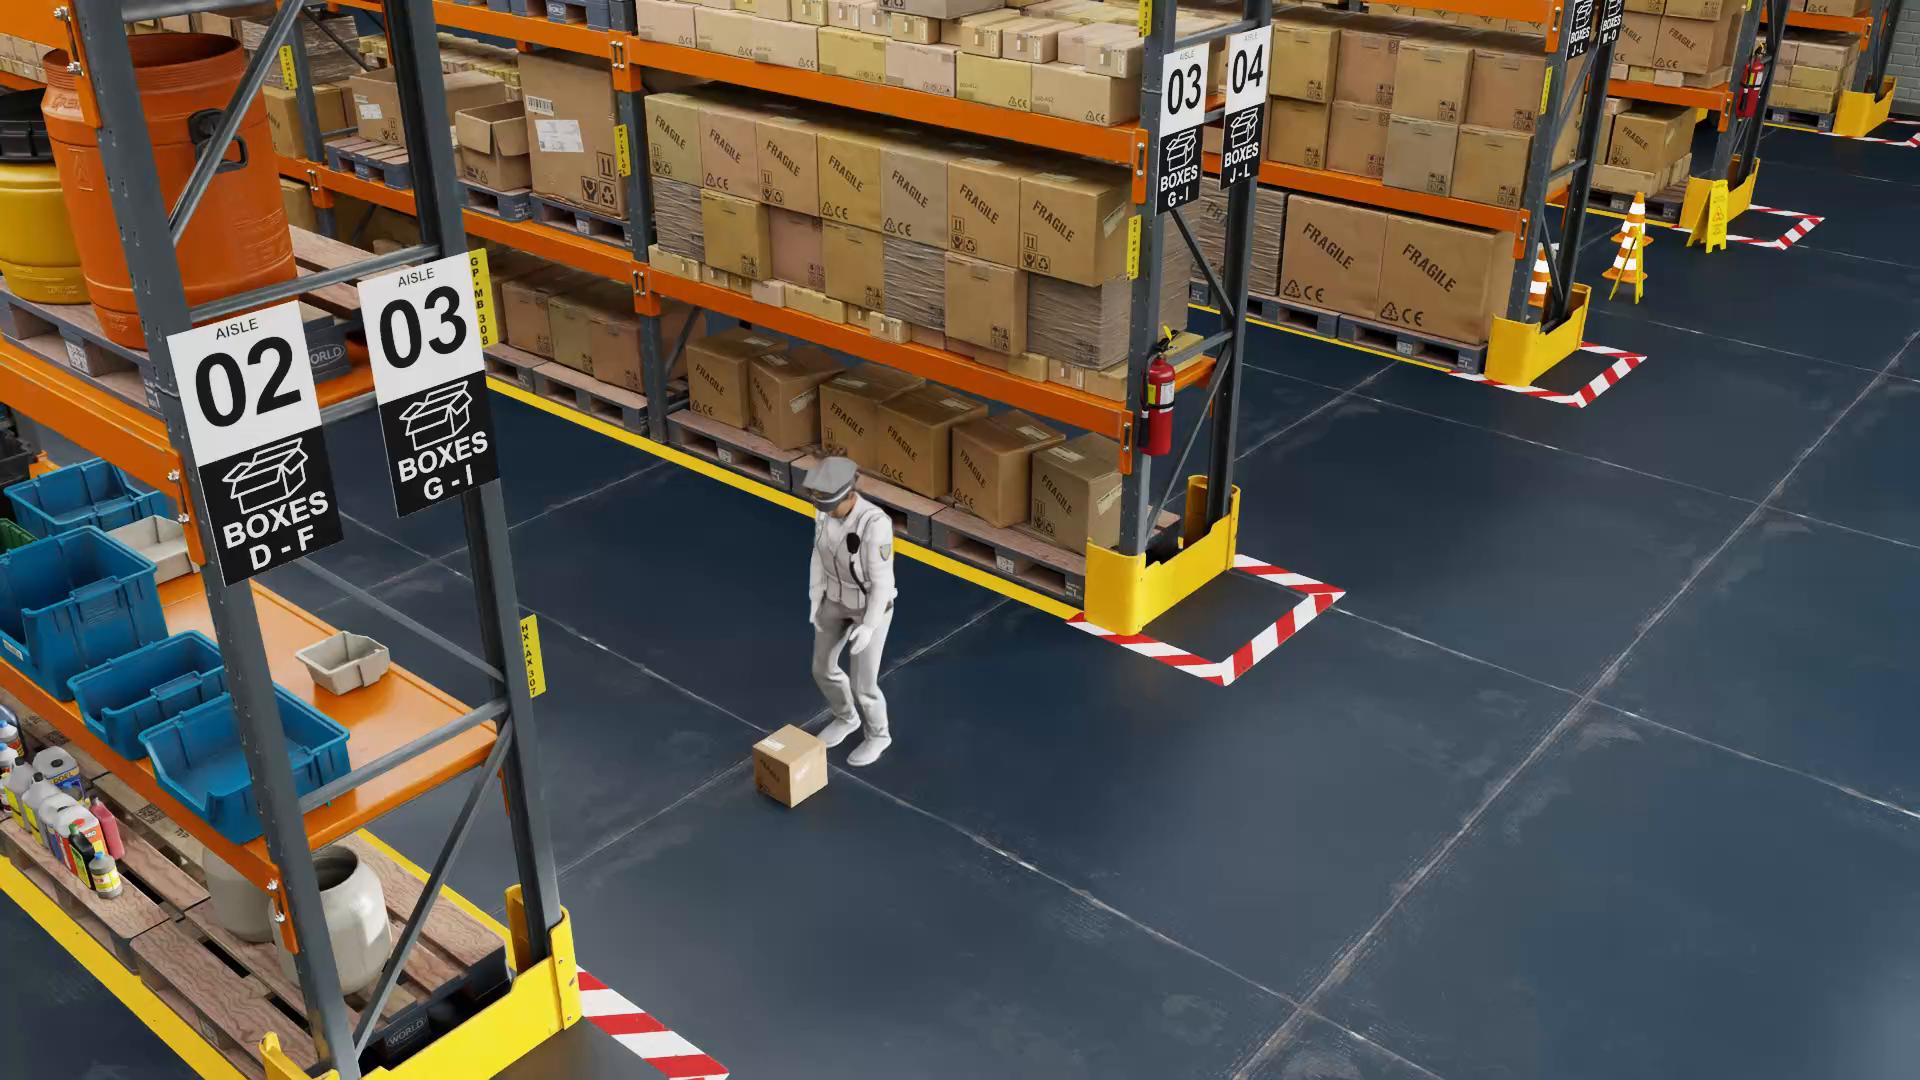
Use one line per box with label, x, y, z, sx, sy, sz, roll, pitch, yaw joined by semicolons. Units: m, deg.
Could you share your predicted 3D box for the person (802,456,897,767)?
person;-0.521;0.339;8.034;0.504;1.616;0.465;22;35;36
